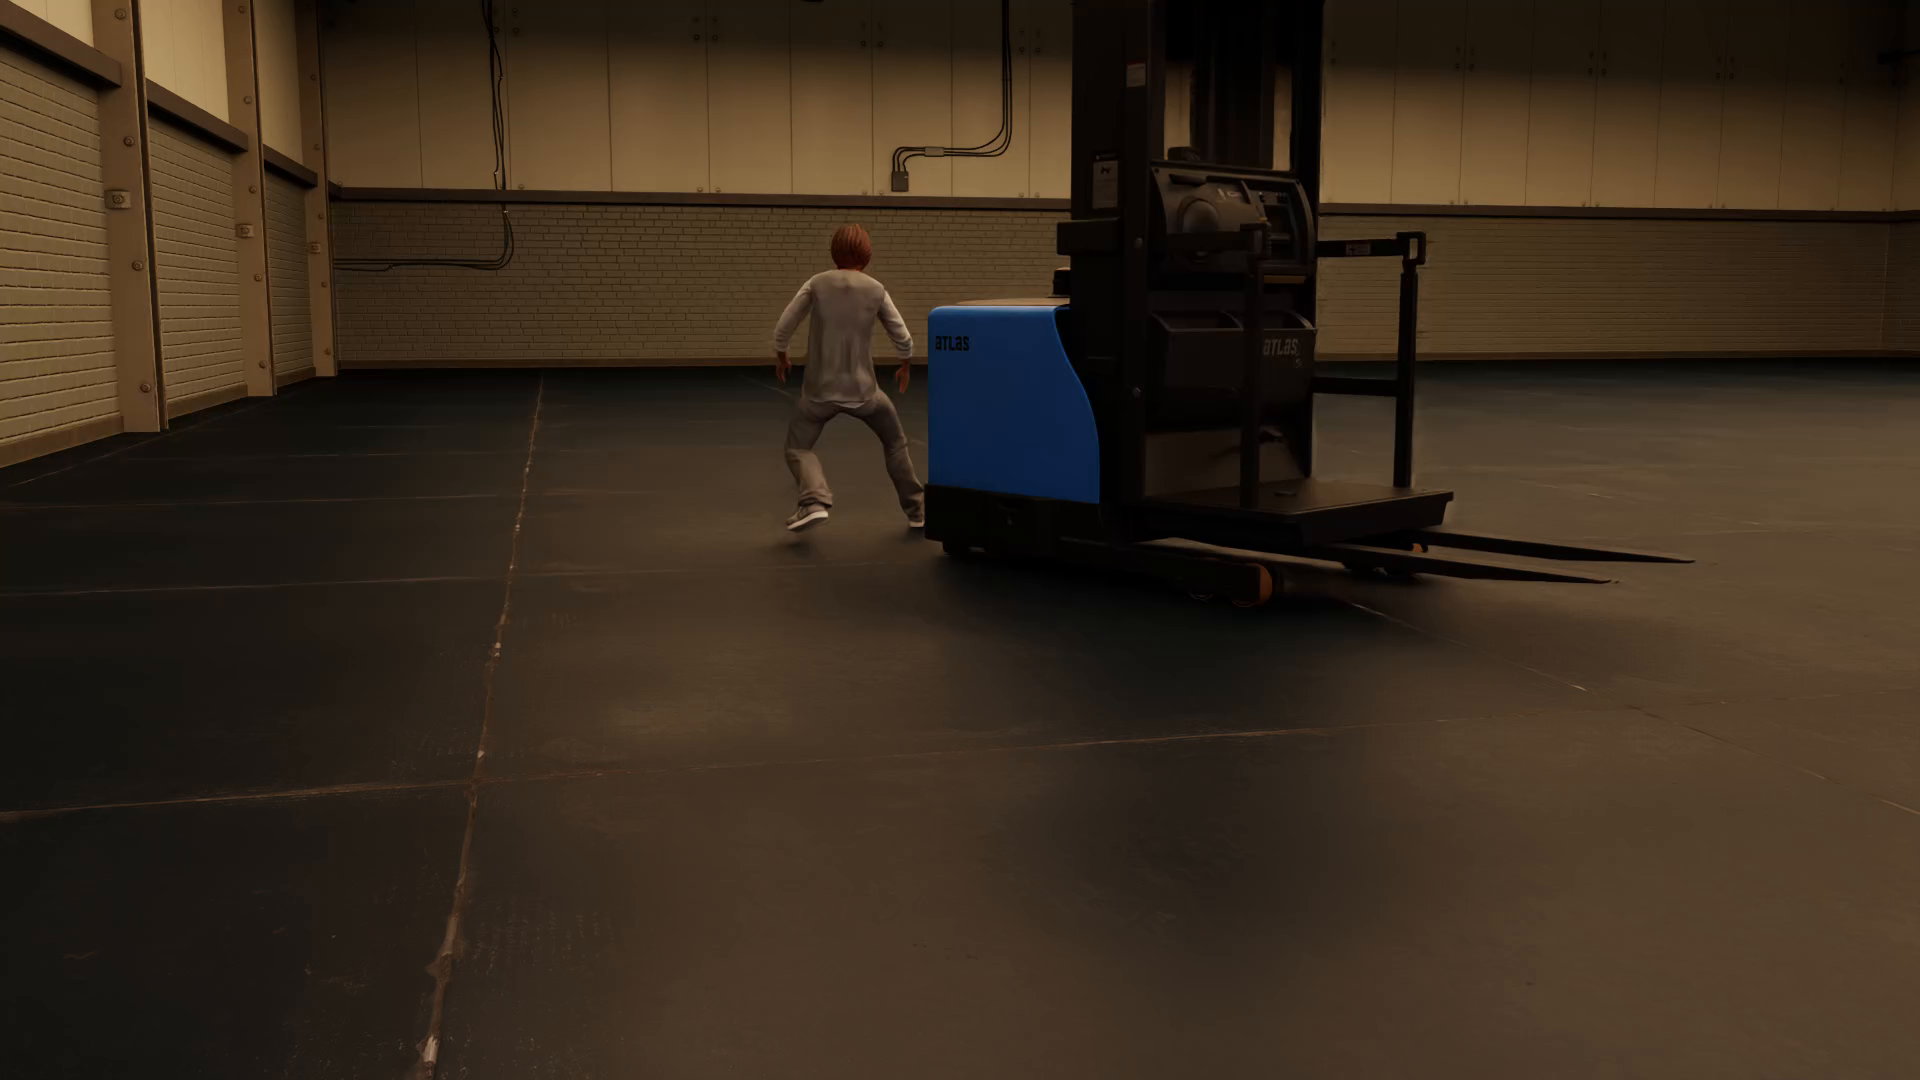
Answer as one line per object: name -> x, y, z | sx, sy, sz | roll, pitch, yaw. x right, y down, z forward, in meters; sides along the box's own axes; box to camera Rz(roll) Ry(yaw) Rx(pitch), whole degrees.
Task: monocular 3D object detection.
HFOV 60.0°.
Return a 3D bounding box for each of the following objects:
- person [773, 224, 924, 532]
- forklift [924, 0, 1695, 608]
person -> -0.496, -0.754, 7.843 | 0.750, 1.439, 0.734 | -1, 8, -4
forklift -> 1.215, -1.286, 6.324 | 1.130, 2.935, 3.031 | -7, 11, -42
